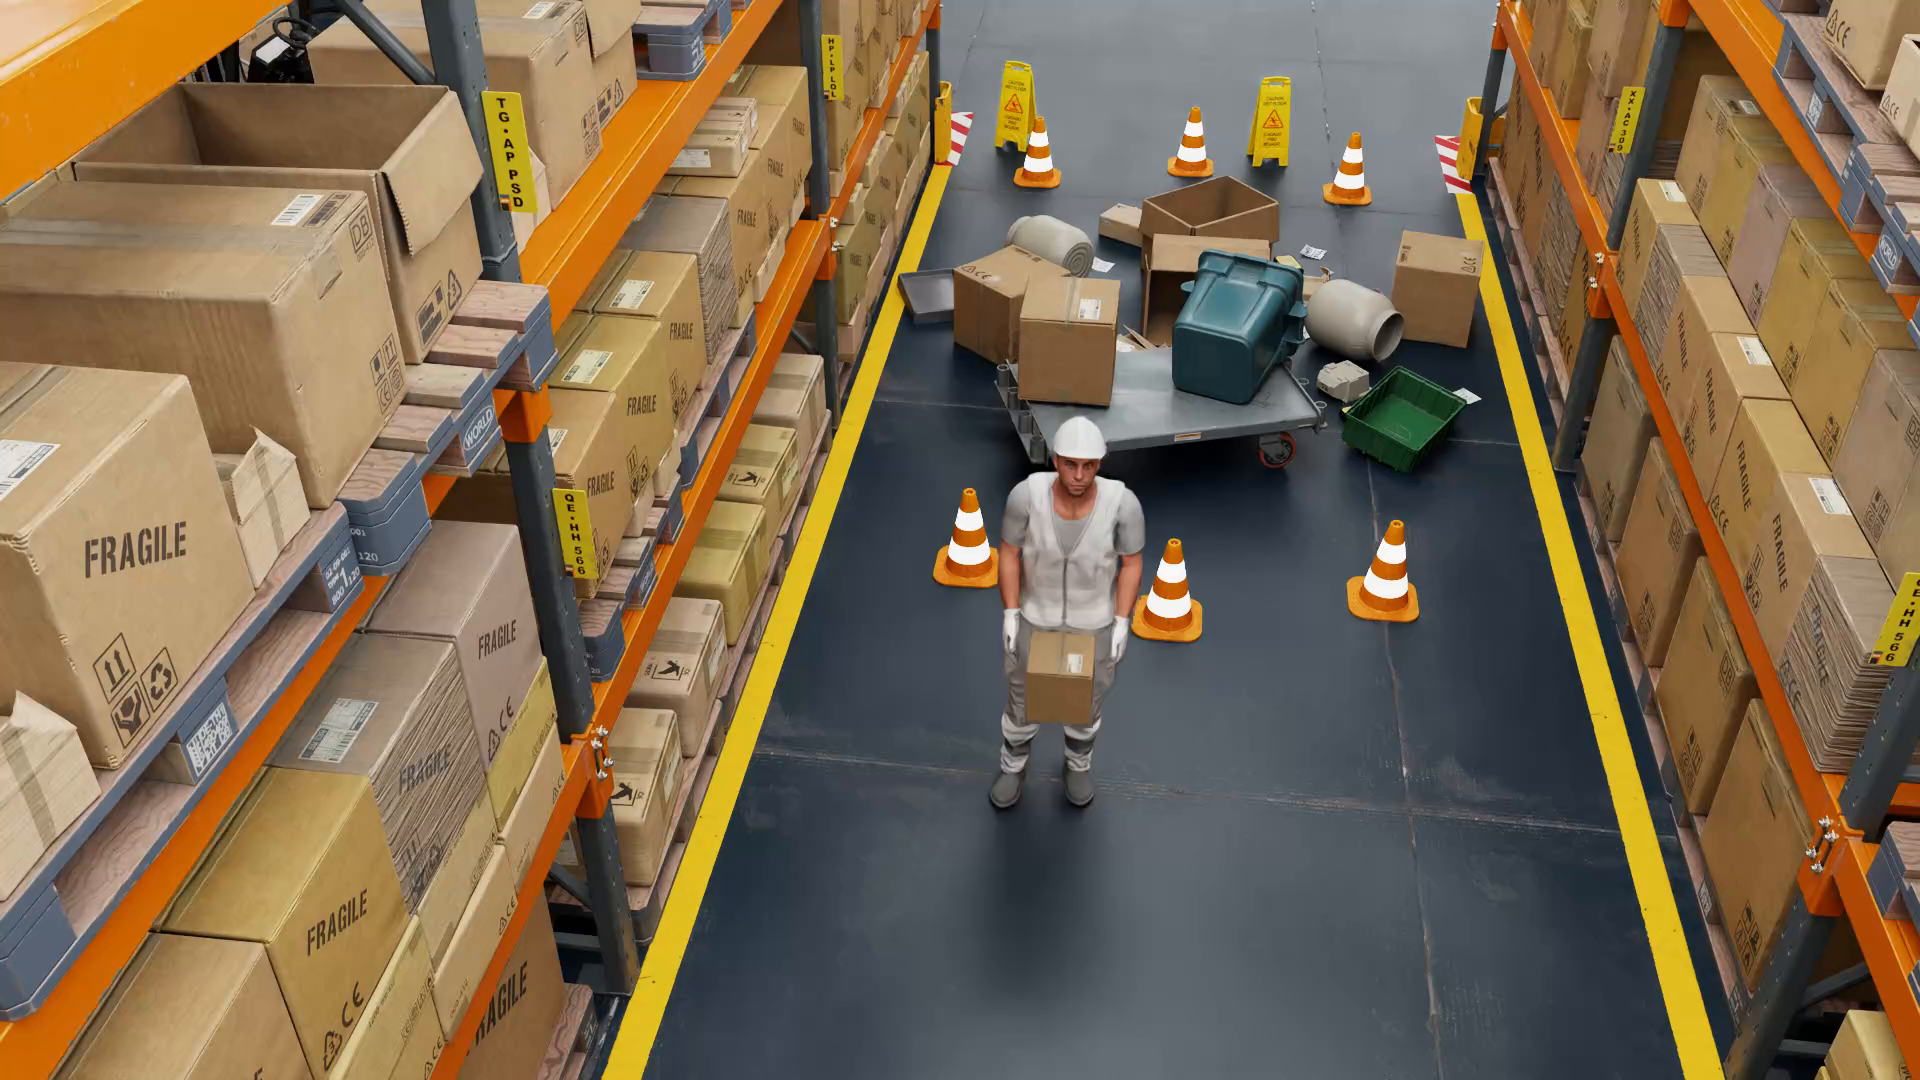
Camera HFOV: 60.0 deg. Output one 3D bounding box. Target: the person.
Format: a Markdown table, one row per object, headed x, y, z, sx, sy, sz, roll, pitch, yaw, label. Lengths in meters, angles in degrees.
| x | y | z | sx | sy | sz | roll | pitch | yaw | label |
| --- | --- | --- | --- | --- | --- | --- | --- | --- | --- |
| 0.419 | 0.329 | 6.560 | 0.576 | 1.794 | 0.426 | 4 | 36 | 6 | person |
